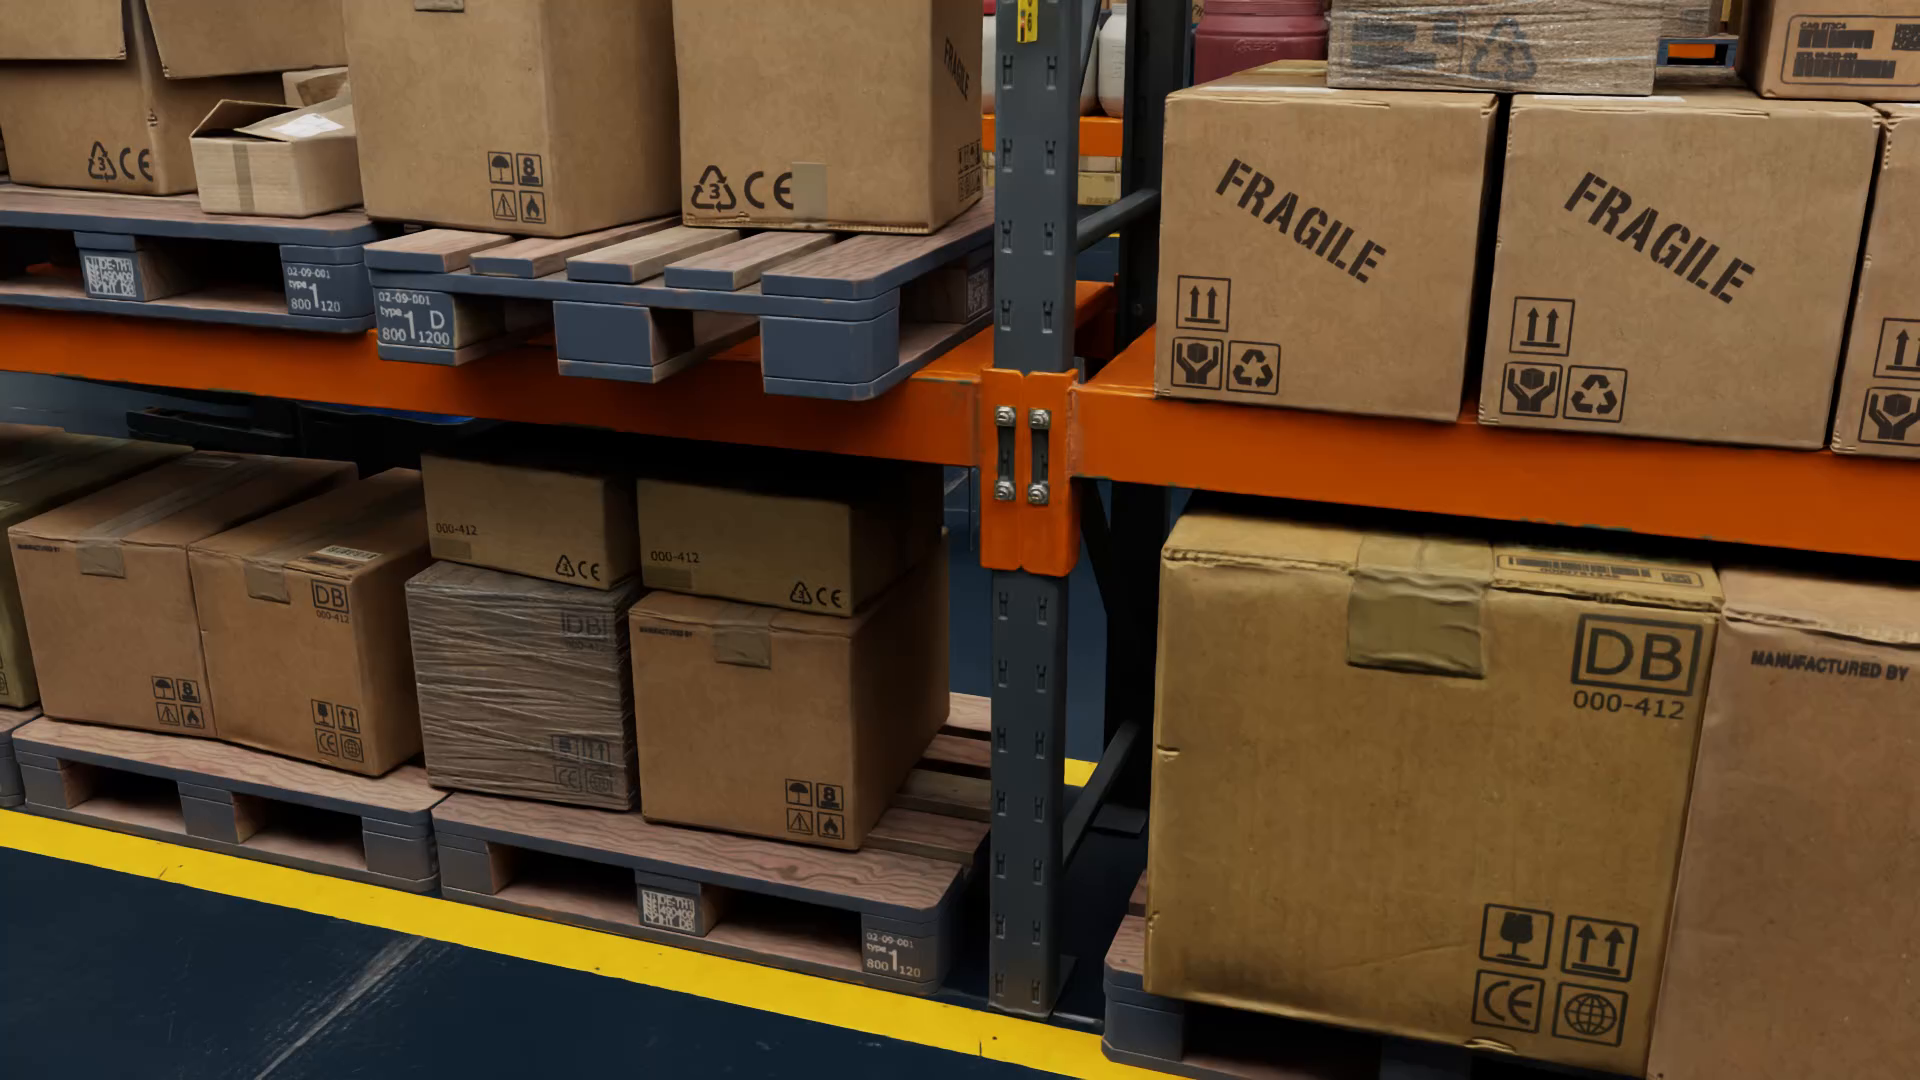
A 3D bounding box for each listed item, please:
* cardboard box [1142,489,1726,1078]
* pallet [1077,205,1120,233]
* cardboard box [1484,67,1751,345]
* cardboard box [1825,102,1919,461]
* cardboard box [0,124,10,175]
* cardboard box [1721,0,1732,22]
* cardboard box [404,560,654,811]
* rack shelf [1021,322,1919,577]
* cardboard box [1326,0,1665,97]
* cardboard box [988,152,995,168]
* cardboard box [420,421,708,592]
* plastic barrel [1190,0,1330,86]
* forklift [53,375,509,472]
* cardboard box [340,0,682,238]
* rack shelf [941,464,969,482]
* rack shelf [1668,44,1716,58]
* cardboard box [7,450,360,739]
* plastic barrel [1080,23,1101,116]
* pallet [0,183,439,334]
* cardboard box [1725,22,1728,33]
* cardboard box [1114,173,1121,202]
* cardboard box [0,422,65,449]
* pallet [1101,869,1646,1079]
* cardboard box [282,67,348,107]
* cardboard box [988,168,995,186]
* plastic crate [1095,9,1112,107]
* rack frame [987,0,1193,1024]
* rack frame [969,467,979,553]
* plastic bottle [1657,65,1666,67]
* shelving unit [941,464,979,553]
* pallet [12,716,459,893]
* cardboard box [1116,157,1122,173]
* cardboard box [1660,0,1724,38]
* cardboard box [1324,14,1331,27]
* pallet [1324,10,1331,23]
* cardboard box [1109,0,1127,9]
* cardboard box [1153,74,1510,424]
[{"bbox_3d":[0.924,0.271,3.332,0.875,0.875,1.225,6,20,16],"label":"cardboard box"},{"bbox_3d":[1.620,-2.612,13.248,1.213,0.211,1.003,7,20,18],"label":"pallet"},{"bbox_3d":[1.295,-0.631,3.176,0.500,0.500,0.500,6,20,18],"label":"cardboard box"},{"bbox_3d":[1.622,-0.416,2.561,0.500,0.500,0.500,6,20,17],"label":"cardboard box"},{"bbox_3d":[-2.795,-1.400,3.985,1.000,1.000,1.000,7,20,18],"label":"cardboard box"},{"bbox_3d":[6.985,-5.133,15.612,0.500,0.500,0.500,7,20,20],"label":"cardboard box"},{"bbox_3d":[-0.889,0.235,3.974,0.500,0.500,0.700,5,20,14],"label":"cardboard box"},{"bbox_3d":[2.168,-0.060,2.783,4.000,0.370,1.077,7,20,18],"label":"rack shelf"},{"bbox_3d":[0.964,-1.052,2.862,0.637,0.503,0.797,7,20,20],"label":"cardboard box"},{"bbox_3d":[0.534,-3.114,13.140,0.500,0.311,0.500,6,20,17],"label":"cardboard box"},{"bbox_3d":[-0.868,-0.114,3.836,0.500,0.250,0.500,9,21,24],"label":"cardboard box"},{"bbox_3d":[1.366,-2.175,7.553,0.708,0.536,0.600,7,20,18],"label":"plastic barrel"},{"bbox_3d":[-3.045,-1.905,7.088,3.031,2.935,1.130,10,21,26],"label":"forklift"},{"bbox_3d":[-0.805,-0.936,3.414,0.500,0.500,0.700,10,21,26],"label":"cardboard box"},{"bbox_3d":[-0.014,-0.300,5.977,0.180,0.103,0.258,7,20,18],"label":"rack shelf"},{"bbox_3d":[7.044,-4.680,16.038,4.000,0.370,1.077,7,20,18],"label":"rack shelf"},{"bbox_3d":[-1.954,0.116,4.316,0.500,0.500,0.700,5,20,13],"label":"cardboard box"},{"bbox_3d":[0.464,-2.298,7.943,0.421,0.512,0.421,0,19,0],"label":"plastic barrel"},{"bbox_3d":[-1.605,-0.726,3.893,1.213,0.211,1.003,7,20,18],"label":"pallet"},{"bbox_3d":[7.336,-4.794,15.623,0.250,0.149,0.380,6,20,17],"label":"cardboard box"},{"bbox_3d":[1.507,-2.740,12.920,0.500,0.250,0.500,7,20,19],"label":"cardboard box"},{"bbox_3d":[-2.927,-0.002,4.653,0.500,0.500,0.700,5,20,14],"label":"cardboard box"},{"bbox_3d":[0.999,0.810,3.432,1.213,0.211,1.003,7,20,18],"label":"pallet"},{"bbox_3d":[-1.229,-0.995,3.964,0.500,0.250,0.500,6,20,17],"label":"cardboard box"},{"bbox_3d":[0.537,-2.851,13.237,0.500,0.250,0.500,7,20,19],"label":"cardboard box"},{"bbox_3d":[0.478,-2.455,8.465,0.583,0.464,0.402,7,20,18],"label":"plastic crate"},{"bbox_3d":[0.279,-0.615,3.284,0.127,3.000,1.000,7,20,18],"label":"rack frame"},{"bbox_3d":[0.073,-0.558,5.855,0.006,1.200,0.240,7,20,18],"label":"rack frame"},{"bbox_3d":[2.973,-1.849,7.002,0.133,0.283,0.061,7,20,18],"label":"plastic bottle"},{"bbox_3d":[-0.014,-0.568,5.883,0.189,1.200,0.258,7,20,18],"label":"shelving unit"},{"bbox_3d":[-1.608,0.484,4.366,1.213,0.211,1.003,7,20,18],"label":"pallet"},{"bbox_3d":[1.516,-3.004,12.825,0.500,0.311,0.500,7,20,20],"label":"cardboard box"},{"bbox_3d":[4.966,-3.749,11.485,0.500,0.500,0.700,11,22,28],"label":"cardboard box"},{"bbox_3d":[2.752,-3.810,12.584,0.500,0.311,0.500,6,20,17],"label":"cardboard box"},{"bbox_3d":[3.272,-5.346,17.148,1.213,0.211,1.003,7,20,18],"label":"pallet"},{"bbox_3d":[1.446,-3.975,12.771,0.500,0.500,0.500,7,20,18],"label":"cardboard box"},{"bbox_3d":[0.649,-0.525,2.875,0.500,0.500,0.500,7,20,20],"label":"cardboard box"}]
